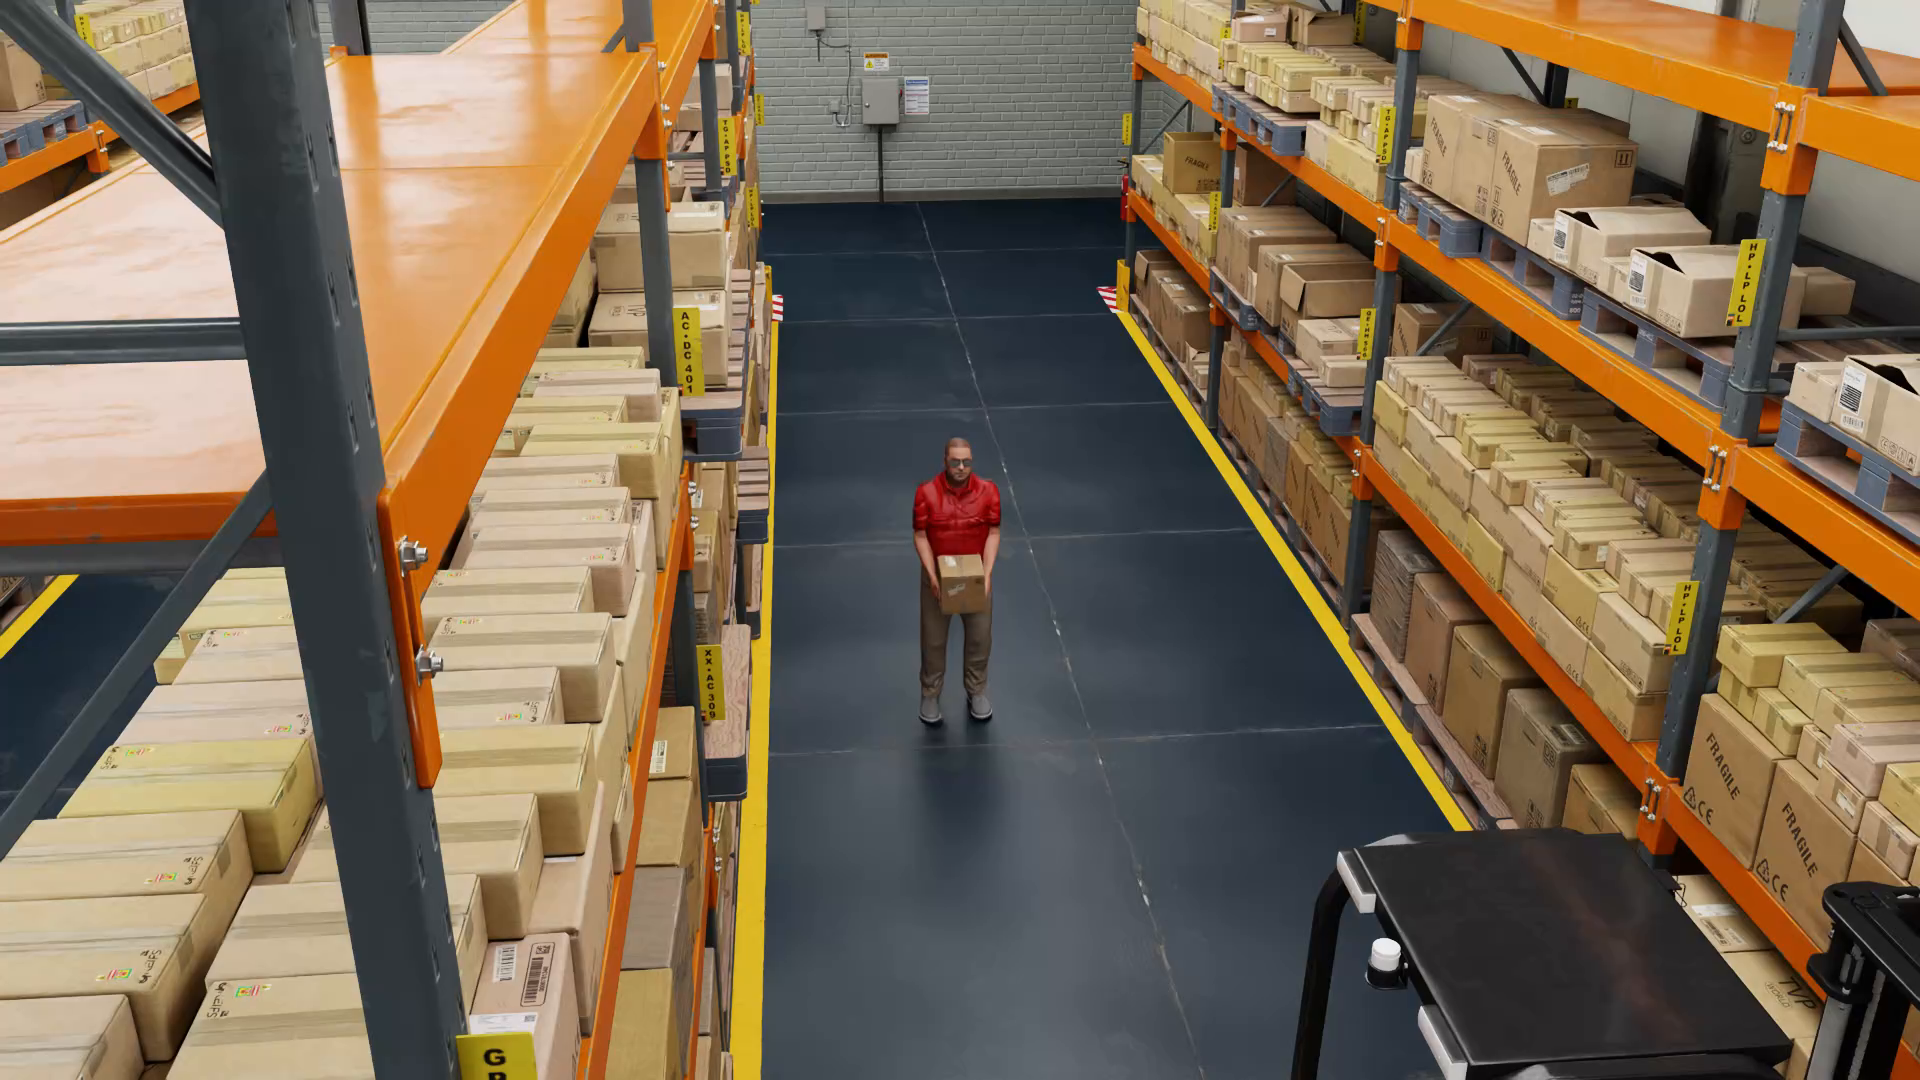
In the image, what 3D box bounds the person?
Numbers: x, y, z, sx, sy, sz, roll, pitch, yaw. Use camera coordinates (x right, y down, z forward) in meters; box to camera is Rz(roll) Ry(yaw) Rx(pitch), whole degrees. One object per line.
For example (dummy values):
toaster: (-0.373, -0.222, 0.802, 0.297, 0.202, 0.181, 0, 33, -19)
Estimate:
person: (-0.008, 0.252, 9.761, 0.524, 1.730, 0.507, -2, 24, -6)
